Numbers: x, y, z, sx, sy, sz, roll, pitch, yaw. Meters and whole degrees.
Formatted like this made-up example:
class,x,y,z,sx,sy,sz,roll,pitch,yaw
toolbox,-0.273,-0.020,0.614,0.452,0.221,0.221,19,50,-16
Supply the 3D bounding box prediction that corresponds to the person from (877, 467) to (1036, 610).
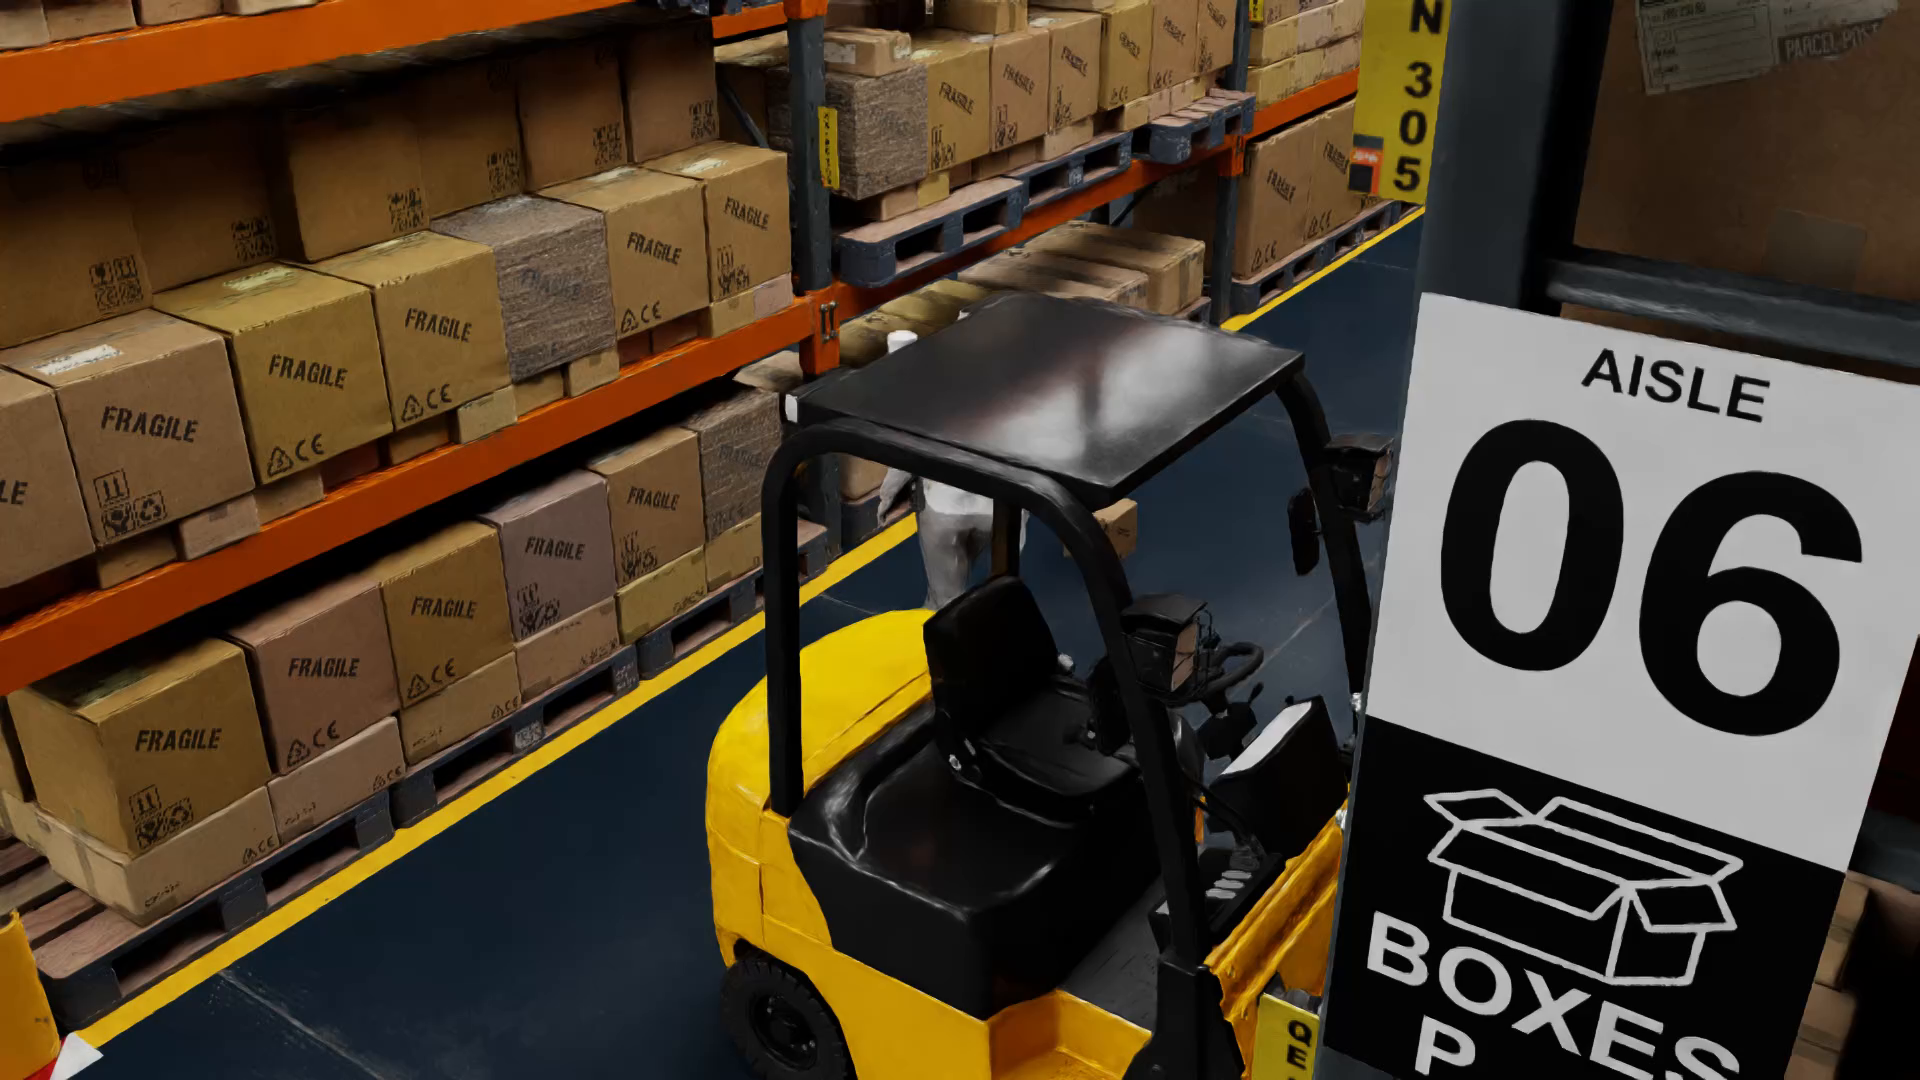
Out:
class,x,y,z,sx,sy,sz,roll,pitch,yaw
person,-0.006,-0.095,6.323,0.516,1.639,0.653,-16,31,-28
